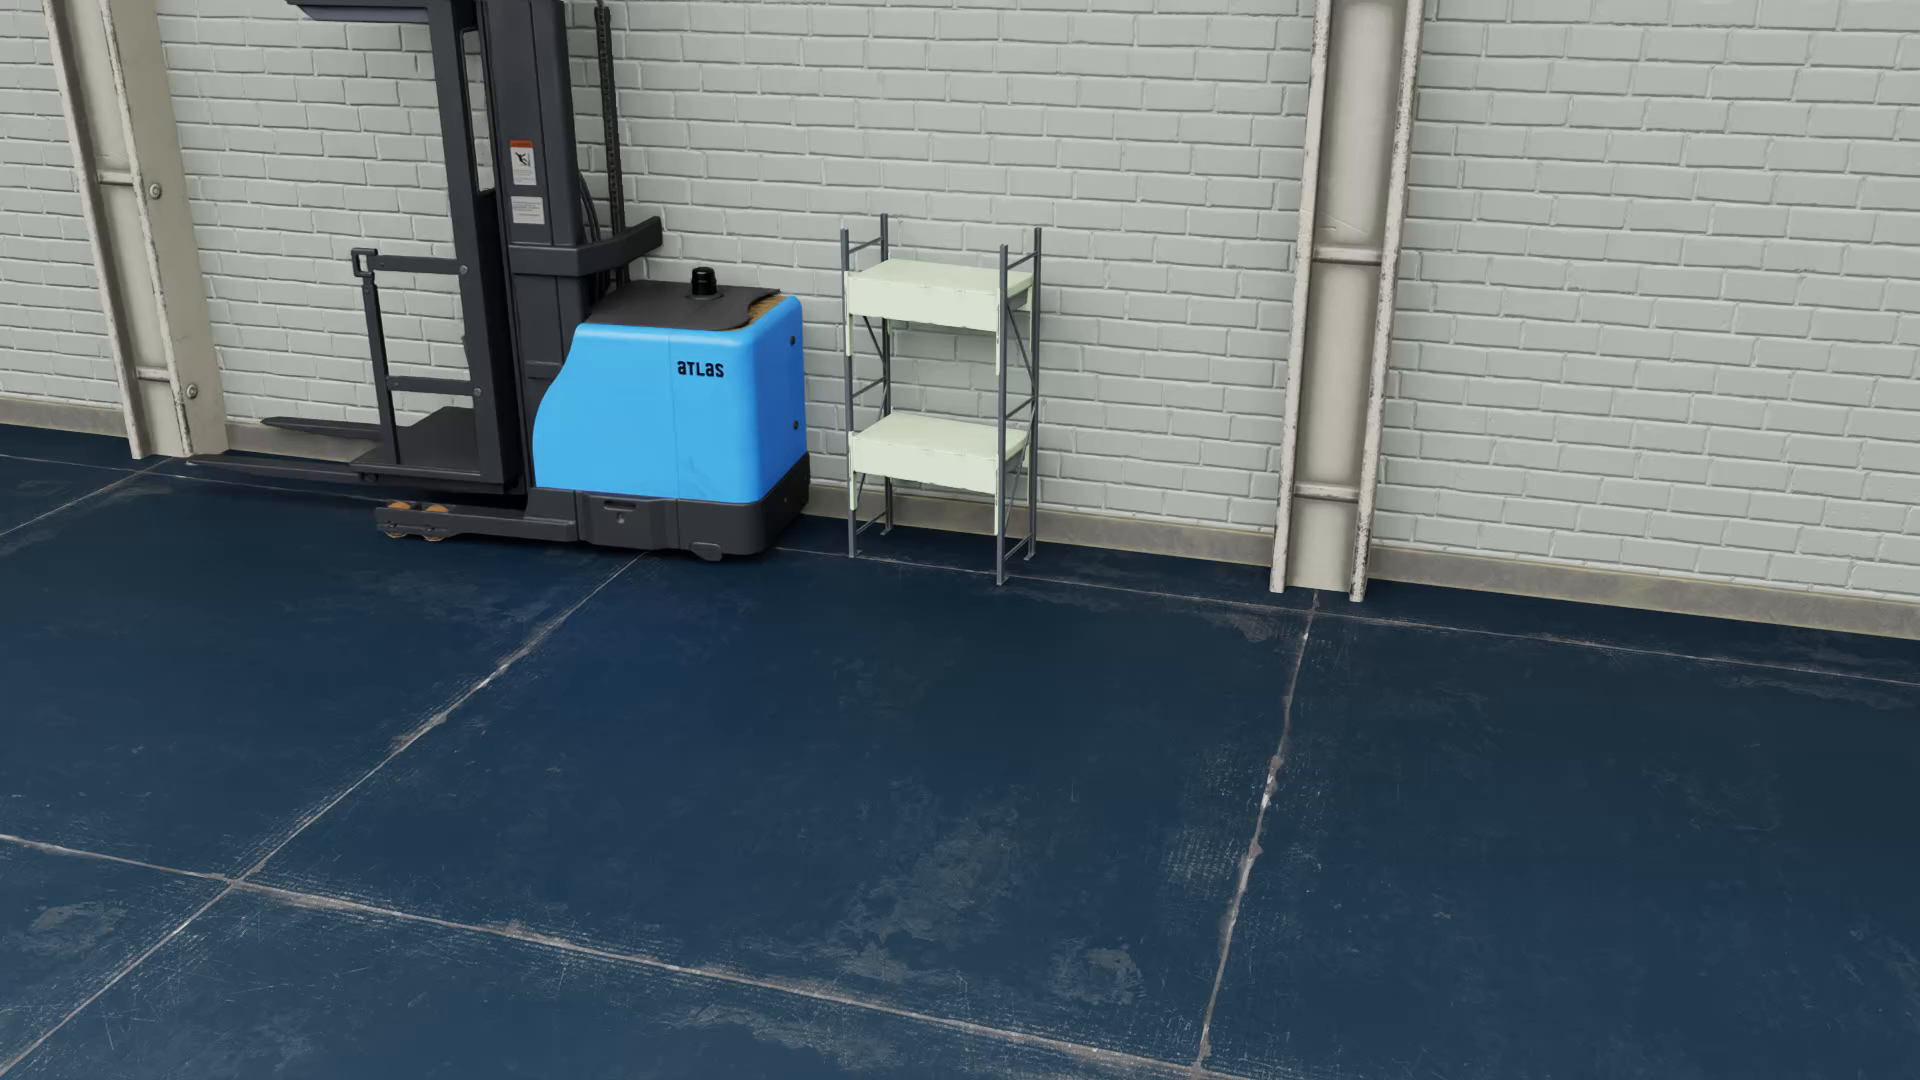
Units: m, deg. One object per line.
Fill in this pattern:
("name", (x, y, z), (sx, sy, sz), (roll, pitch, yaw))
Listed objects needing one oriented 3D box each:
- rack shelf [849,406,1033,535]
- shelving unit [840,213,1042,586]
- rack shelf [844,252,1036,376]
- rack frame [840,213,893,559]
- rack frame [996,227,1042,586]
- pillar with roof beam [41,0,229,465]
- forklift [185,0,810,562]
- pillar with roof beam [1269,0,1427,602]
("rack shelf", (-0.079, -0.320, 7.433), (0.720, 0.370, 0.431), (10, 24, 23))
("shelving unit", (-0.079, -0.622, 7.309), (0.755, 1.500, 0.431), (10, 24, 23))
("rack shelf", (-0.079, -0.983, 7.161), (0.720, 0.370, 0.431), (10, 24, 23))
("rack frame", (-0.411, -0.680, 7.450), (0.023, 1.500, 0.400), (10, 24, 23))
("rack frame", (0.254, -0.563, 7.167), (0.023, 1.500, 0.400), (10, 24, 23))
("pillar with roof beam", (-5.408, -3.068, 3.391), (0.400, 9.000, 9.100), (7, 23, 16))
("forklift", (-2.248, -1.537, 7.655), (3.031, 2.935, 1.130), (5, 23, 12))
("pillar with roof beam", (0.336, -2.410, 1.788), (0.400, 9.000, 9.100), (7, 23, 16))
